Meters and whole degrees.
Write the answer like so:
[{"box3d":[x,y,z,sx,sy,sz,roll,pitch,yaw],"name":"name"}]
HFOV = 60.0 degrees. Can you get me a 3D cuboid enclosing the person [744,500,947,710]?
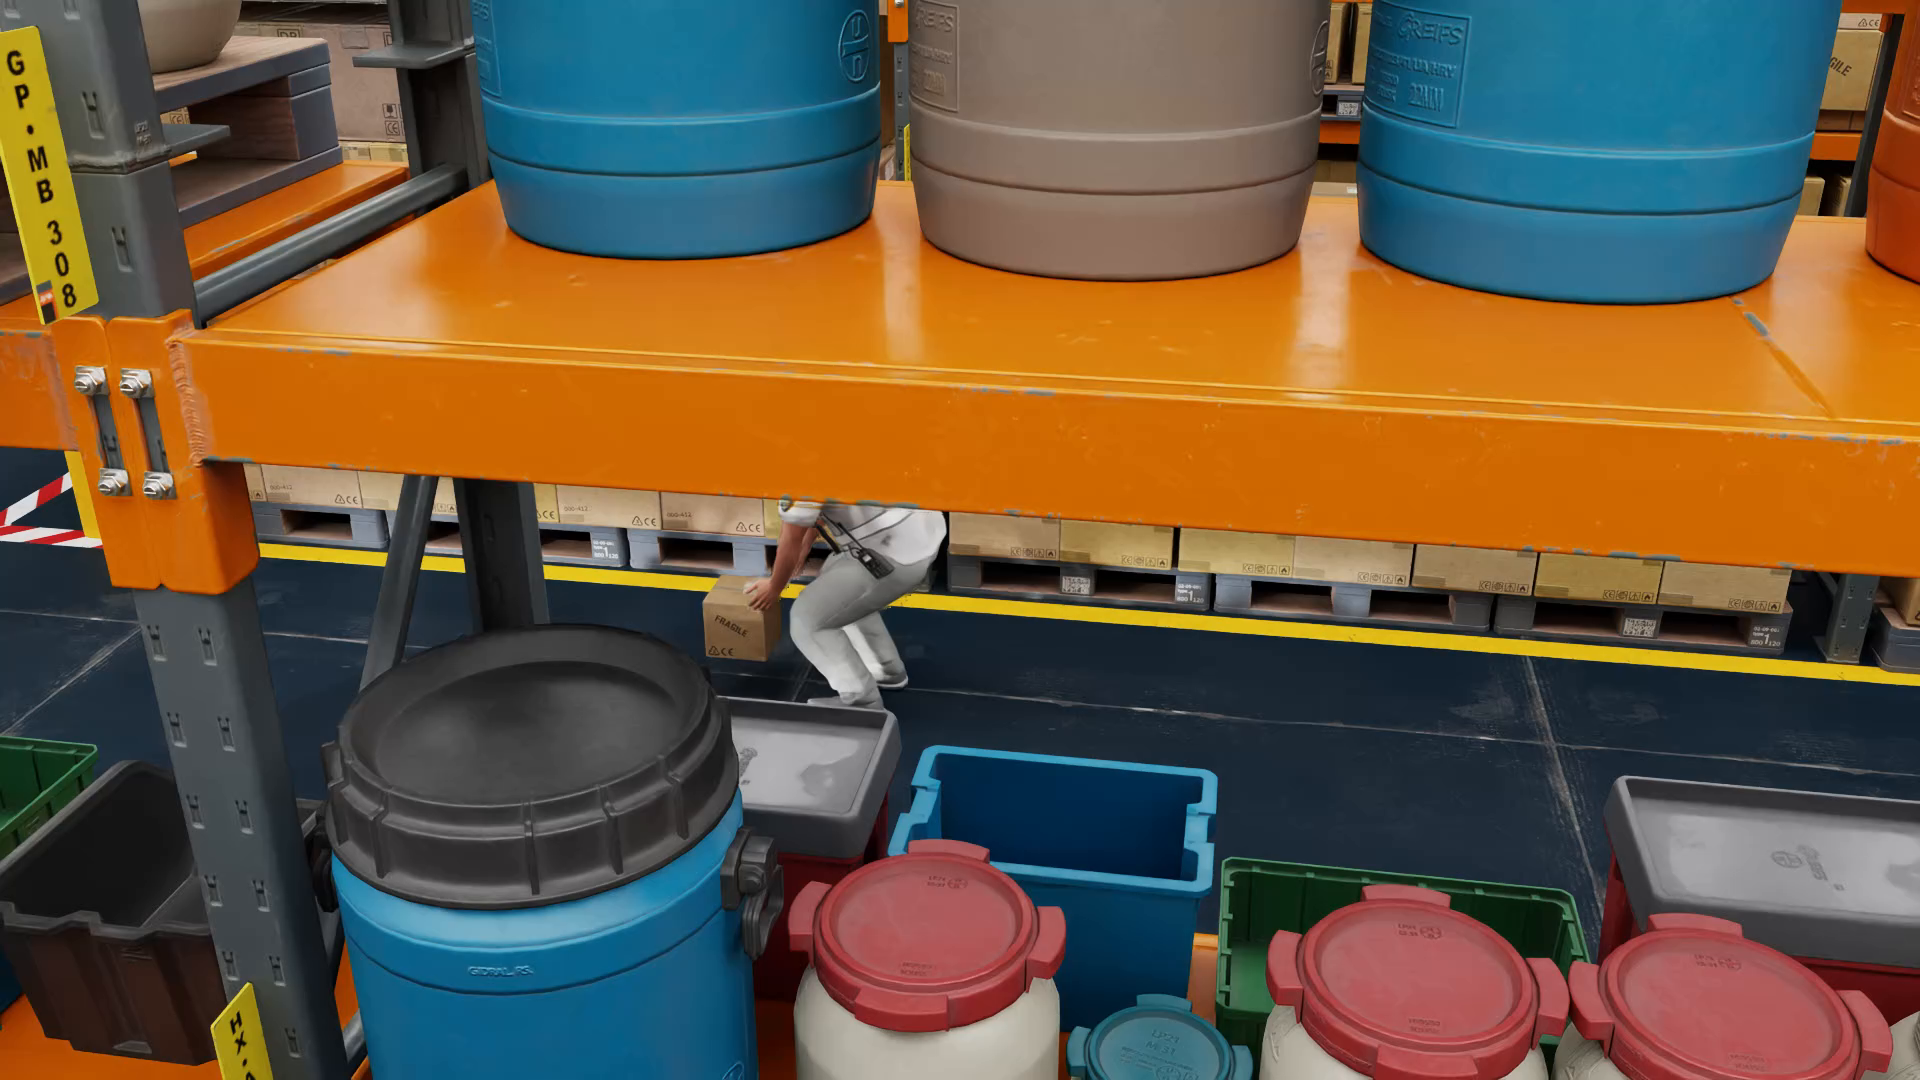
[{"box3d":[-0.479,0.037,6.468,0.823,1.383,0.590,6,25,12],"name":"person"}]
